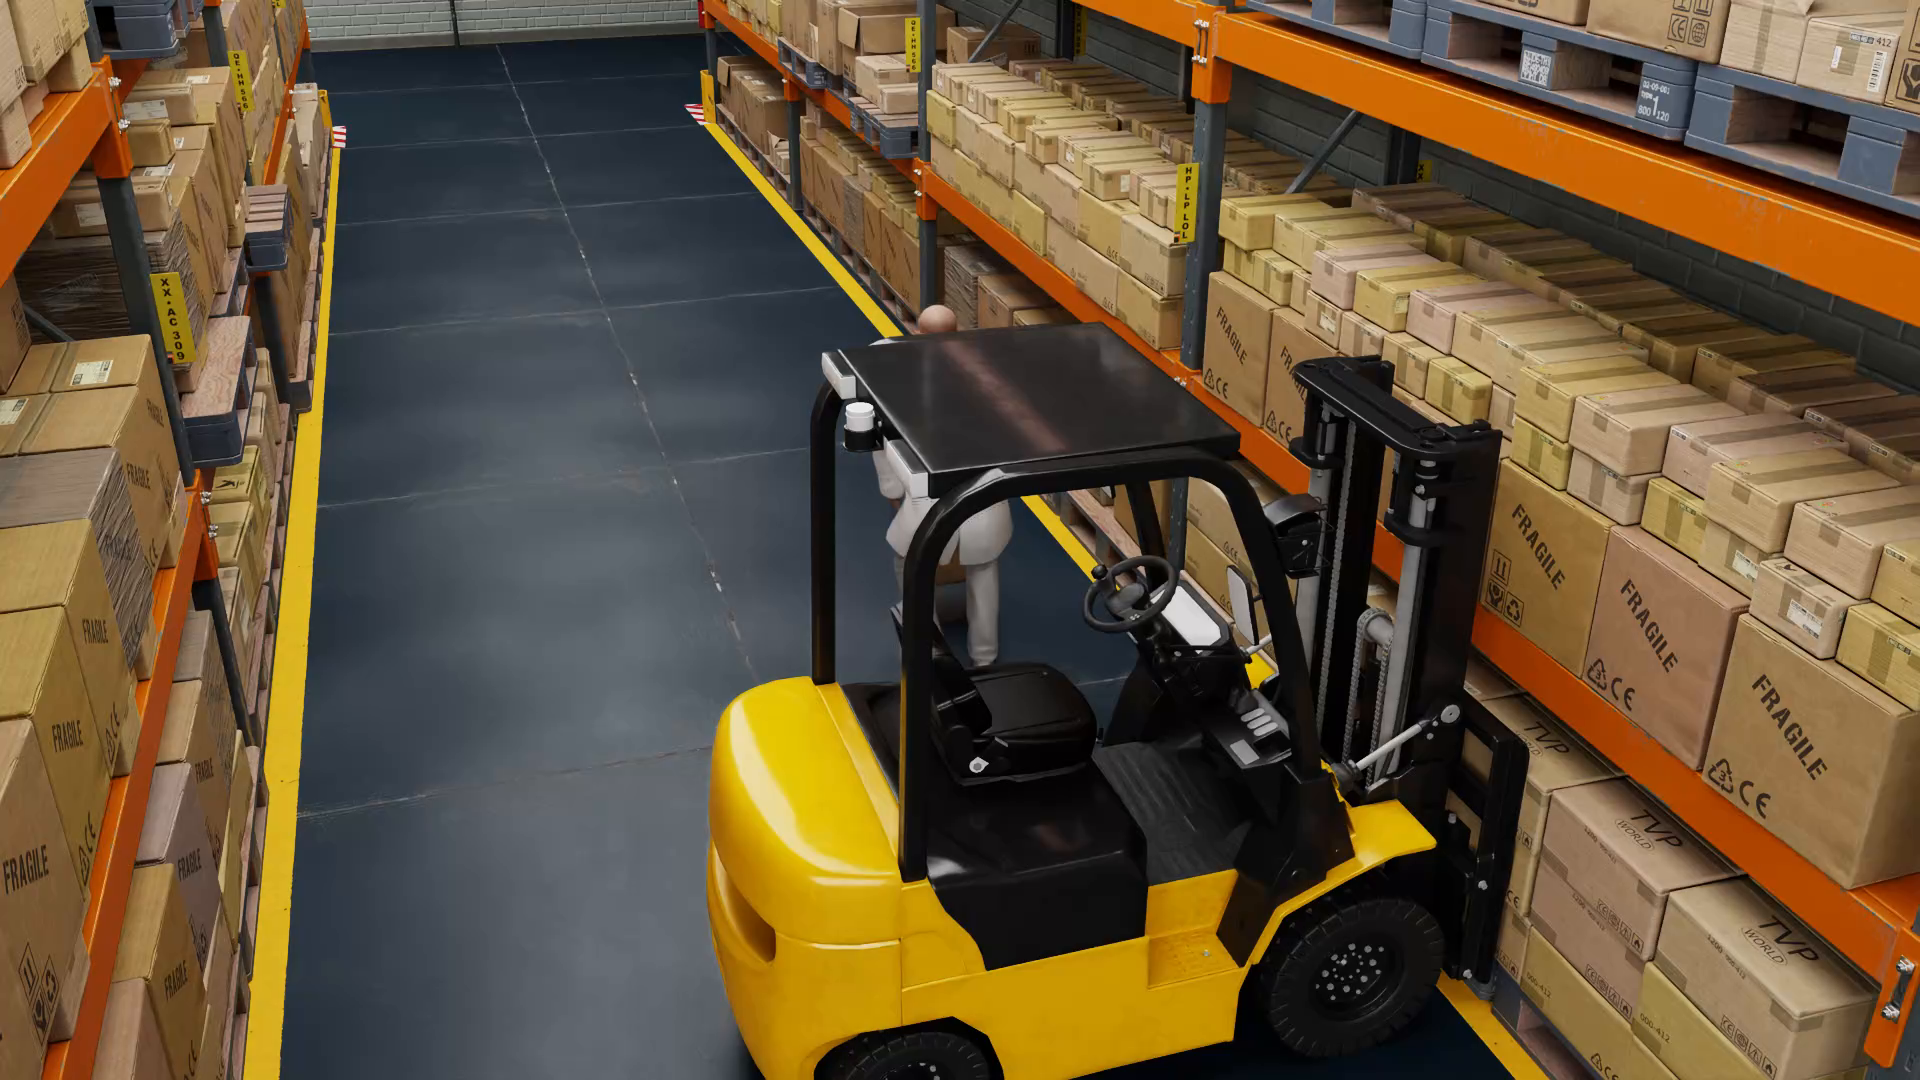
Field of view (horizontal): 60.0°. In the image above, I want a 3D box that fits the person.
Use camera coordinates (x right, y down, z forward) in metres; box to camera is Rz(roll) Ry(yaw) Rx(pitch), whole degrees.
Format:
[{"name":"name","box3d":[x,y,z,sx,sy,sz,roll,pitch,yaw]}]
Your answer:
[{"name":"person","box3d":[-0.066,-0.172,7.171,0.615,1.623,0.539,-3,26,-6]}]
